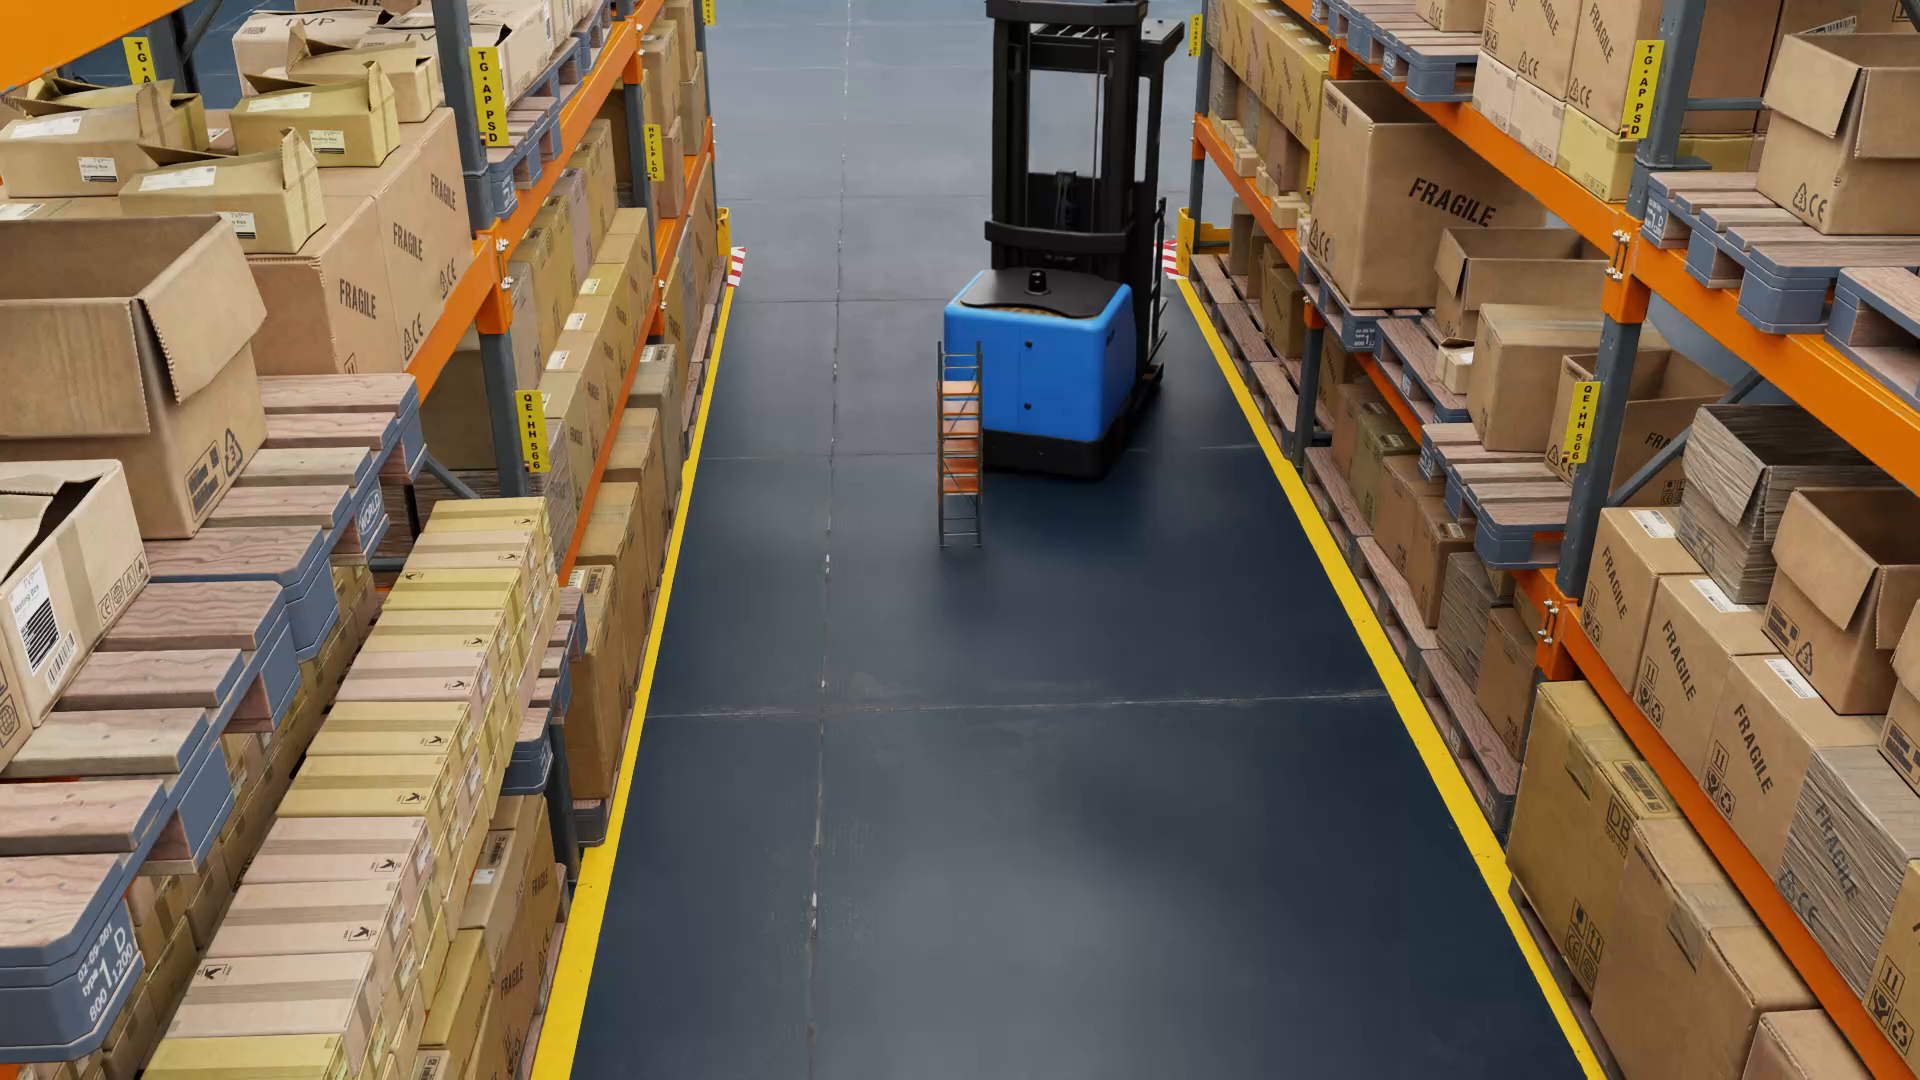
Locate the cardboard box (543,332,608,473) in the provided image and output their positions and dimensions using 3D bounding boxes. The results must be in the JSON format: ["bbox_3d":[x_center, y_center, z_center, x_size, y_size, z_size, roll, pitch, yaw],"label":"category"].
[{"bbox_3d":[-1.919,-0.626,7.599,0.500,0.500,0.500,-1,28,-3],"label":"cardboard box"}]

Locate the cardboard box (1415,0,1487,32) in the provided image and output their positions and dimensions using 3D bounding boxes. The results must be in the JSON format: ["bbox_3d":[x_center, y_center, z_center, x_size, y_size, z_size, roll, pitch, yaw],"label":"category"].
[{"bbox_3d":[2.616,-2.728,7.928,0.797,0.503,0.637,0,28,-1],"label":"cardboard box"}]

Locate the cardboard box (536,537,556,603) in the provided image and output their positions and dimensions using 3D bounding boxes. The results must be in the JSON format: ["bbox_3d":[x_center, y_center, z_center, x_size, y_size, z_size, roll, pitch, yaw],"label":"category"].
[{"bbox_3d":[-1.629,0.110,5.791,0.380,0.149,0.250,-1,28,-2],"label":"cardboard box"}]

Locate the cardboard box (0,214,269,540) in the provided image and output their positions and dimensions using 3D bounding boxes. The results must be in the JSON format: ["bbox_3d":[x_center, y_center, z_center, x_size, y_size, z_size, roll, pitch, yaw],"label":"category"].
[{"bbox_3d":[-1.850,-0.332,3.333,0.797,0.503,0.637,-2,28,-3],"label":"cardboard box"}]

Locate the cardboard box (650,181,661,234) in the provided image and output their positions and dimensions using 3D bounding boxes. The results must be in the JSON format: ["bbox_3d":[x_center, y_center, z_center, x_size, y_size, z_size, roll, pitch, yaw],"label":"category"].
[{"bbox_3d":[-2.401,-2.238,10.635,0.875,0.550,0.550,-1,28,-3],"label":"cardboard box"}]

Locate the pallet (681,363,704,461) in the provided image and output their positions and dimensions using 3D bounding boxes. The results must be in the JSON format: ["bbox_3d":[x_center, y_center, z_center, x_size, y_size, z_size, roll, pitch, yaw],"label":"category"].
[{"bbox_3d":[-2.280,-0.864,11.179,1.003,0.211,1.213,-1,28,-3],"label":"pallet"}]

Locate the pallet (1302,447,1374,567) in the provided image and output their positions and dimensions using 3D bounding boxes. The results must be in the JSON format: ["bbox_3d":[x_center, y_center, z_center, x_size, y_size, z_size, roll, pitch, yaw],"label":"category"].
[{"bbox_3d":[2.682,-0.225,9.953,1.003,0.211,1.213,-1,28,-3],"label":"pallet"}]

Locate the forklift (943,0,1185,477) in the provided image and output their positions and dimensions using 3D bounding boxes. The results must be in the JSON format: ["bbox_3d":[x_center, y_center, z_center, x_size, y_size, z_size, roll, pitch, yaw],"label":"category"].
[{"bbox_3d":[0.818,-2.354,11.094,1.130,2.935,3.031,8,29,16],"label":"forklift"}]

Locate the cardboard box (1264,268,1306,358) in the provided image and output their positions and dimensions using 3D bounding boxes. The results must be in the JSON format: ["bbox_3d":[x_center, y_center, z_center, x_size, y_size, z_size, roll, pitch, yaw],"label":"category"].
[{"bbox_3d":[2.511,-1.633,11.887,0.500,0.500,0.500,-4,28,-7],"label":"cardboard box"}]

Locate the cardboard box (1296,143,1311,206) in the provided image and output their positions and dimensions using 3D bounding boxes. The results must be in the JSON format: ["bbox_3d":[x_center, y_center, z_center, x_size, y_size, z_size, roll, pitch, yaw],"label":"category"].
[{"bbox_3d":[2.687,-2.438,10.751,0.875,0.500,0.500,-1,28,-3],"label":"cardboard box"}]

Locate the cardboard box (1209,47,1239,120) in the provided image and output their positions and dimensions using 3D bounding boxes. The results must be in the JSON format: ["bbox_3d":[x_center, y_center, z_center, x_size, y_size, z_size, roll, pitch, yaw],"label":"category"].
[{"bbox_3d":[2.432,-3.590,12.959,0.875,0.500,0.500,-1,28,-3],"label":"cardboard box"}]

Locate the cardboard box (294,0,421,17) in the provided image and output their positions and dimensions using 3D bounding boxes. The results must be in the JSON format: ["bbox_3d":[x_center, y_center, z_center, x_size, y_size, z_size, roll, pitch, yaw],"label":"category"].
[{"bbox_3d":[-2.480,-2.301,7.005,0.500,0.500,0.500,-1,28,-3],"label":"cardboard box"}]

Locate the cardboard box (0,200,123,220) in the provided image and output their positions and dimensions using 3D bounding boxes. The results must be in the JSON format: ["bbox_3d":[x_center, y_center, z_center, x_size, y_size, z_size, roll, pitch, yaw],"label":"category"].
[{"bbox_3d":[-2.281,-0.543,4.196,0.500,0.500,0.500,-1,28,-3],"label":"cardboard box"}]

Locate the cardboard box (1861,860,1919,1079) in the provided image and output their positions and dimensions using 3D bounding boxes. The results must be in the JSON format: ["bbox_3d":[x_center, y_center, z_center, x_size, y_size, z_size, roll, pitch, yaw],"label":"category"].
[{"bbox_3d":[2.707,1.150,4.193,0.500,0.500,0.500,-2,28,-3],"label":"cardboard box"}]

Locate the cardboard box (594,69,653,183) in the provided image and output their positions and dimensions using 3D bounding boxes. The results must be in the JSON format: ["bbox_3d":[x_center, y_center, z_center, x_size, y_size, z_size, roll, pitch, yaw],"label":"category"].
[{"bbox_3d":[-2.303,-2.464,9.901,0.875,0.550,0.550,-1,28,-3],"label":"cardboard box"}]

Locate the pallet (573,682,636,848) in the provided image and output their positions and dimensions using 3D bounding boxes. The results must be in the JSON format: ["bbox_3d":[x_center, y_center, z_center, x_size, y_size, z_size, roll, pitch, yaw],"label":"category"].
[{"bbox_3d":[-2.076,0.970,7.662,1.003,0.211,1.213,-1,28,-3],"label":"pallet"}]

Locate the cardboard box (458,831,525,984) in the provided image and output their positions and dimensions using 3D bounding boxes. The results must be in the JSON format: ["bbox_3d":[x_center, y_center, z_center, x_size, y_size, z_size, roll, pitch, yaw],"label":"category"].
[{"bbox_3d":[-1.775,1.232,5.583,0.500,0.250,0.500,-1,28,-2],"label":"cardboard box"}]

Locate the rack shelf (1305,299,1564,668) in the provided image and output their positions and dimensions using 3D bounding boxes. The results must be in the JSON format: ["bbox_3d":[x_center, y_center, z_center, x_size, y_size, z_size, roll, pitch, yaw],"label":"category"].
[{"bbox_3d":[2.744,-0.578,8.393,1.077,0.370,4.000,-1,28,-3],"label":"rack shelf"}]

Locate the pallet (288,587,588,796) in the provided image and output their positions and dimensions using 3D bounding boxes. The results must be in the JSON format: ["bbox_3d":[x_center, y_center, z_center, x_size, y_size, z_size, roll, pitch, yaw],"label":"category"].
[{"bbox_3d":[-1.966,0.511,5.734,1.213,0.211,1.003,-1,28,-3],"label":"pallet"}]

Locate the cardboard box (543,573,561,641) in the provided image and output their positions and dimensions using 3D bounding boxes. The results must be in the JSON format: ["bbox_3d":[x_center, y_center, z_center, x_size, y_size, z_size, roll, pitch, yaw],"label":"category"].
[{"bbox_3d":[-1.625,0.241,5.861,0.380,0.149,0.250,-1,28,-2],"label":"cardboard box"}]

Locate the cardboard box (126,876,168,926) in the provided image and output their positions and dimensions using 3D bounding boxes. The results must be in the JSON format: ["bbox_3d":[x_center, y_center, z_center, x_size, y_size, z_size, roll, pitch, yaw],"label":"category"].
[{"bbox_3d":[-2.184,0.826,4.098,0.380,0.149,0.250,-3,28,-5],"label":"cardboard box"}]

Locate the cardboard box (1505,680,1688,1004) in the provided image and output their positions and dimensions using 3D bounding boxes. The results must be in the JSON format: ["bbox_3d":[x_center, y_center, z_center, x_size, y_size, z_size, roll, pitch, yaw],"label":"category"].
[{"bbox_3d":[2.864,1.102,6.238,1.225,0.875,0.875,-3,28,-5],"label":"cardboard box"}]

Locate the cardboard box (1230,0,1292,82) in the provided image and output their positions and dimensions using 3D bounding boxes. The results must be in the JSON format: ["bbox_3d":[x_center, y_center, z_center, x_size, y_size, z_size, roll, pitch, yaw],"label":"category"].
[{"bbox_3d":[2.234,-3.565,11.831,0.500,0.500,0.500,-1,28,-3],"label":"cardboard box"}]

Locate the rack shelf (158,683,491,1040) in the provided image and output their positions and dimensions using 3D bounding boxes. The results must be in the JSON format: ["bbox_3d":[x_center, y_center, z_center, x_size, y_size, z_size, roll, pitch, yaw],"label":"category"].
[{"bbox_3d":[-2.005,1.342,4.711,1.077,0.370,4.000,-1,28,-3],"label":"rack shelf"}]

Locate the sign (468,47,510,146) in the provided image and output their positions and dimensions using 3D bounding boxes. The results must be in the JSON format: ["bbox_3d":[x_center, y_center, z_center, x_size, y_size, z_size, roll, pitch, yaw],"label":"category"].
[{"bbox_3d":[-1.568,-1.472,5.526,0.100,0.325,0.005,-1,28,-3],"label":"sign"}]

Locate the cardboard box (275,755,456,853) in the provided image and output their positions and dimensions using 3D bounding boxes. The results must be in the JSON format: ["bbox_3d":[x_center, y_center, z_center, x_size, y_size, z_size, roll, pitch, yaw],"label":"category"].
[{"bbox_3d":[-1.548,0.694,4.351,0.380,0.149,0.250,-1,28,-1],"label":"cardboard box"}]

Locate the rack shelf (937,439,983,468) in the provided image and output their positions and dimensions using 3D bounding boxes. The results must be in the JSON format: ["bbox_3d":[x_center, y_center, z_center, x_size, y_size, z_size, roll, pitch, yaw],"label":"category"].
[{"bbox_3d":[-0.001,-0.499,9.506,0.258,0.103,0.180,-1,28,-3],"label":"rack shelf"}]

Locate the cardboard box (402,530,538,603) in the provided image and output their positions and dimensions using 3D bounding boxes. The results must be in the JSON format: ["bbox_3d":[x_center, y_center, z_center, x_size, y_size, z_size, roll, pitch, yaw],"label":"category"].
[{"bbox_3d":[-1.615,0.092,5.504,0.380,0.149,0.250,-2,28,-3],"label":"cardboard box"}]

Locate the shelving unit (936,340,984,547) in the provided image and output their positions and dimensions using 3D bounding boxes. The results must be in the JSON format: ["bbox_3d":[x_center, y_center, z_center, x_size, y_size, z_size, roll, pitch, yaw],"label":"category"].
[{"bbox_3d":[-0.001,-0.539,9.485,0.258,1.200,0.189,-1,28,-3],"label":"shelving unit"}]

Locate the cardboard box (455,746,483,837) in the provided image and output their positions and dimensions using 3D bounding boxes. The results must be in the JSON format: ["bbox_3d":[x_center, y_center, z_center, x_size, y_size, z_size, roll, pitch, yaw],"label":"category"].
[{"bbox_3d":[-1.560,0.706,4.649,0.380,0.149,0.250,-1,28,-1],"label":"cardboard box"}]

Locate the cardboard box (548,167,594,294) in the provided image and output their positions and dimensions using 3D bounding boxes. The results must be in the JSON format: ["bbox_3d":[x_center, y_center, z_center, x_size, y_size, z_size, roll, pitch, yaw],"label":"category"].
[{"bbox_3d":[-2.232,-1.535,8.261,0.700,0.500,0.500,-1,28,-2],"label":"cardboard box"}]

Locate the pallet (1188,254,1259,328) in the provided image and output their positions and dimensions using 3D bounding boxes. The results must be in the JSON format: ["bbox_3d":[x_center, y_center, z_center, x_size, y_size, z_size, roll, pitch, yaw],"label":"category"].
[{"bbox_3d":[2.442,-2.021,13.396,1.003,0.211,1.213,-1,28,-3],"label":"pallet"}]

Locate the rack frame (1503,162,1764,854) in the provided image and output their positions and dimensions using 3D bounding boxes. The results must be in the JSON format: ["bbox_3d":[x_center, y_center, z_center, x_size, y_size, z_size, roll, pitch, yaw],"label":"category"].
[{"bbox_3d":[2.849,0.026,6.456,1.000,3.000,0.127,-1,28,-3],"label":"rack frame"}]

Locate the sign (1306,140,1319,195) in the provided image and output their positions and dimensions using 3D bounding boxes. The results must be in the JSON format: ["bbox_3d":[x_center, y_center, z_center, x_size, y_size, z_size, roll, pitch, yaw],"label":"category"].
[{"bbox_3d":[2.099,-2.188,9.765,0.100,0.325,0.005,-1,28,-3],"label":"sign"}]

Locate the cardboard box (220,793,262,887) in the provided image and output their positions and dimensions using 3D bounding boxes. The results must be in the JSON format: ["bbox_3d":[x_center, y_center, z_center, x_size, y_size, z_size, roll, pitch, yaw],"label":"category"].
[{"bbox_3d":[-2.217,0.849,4.697,0.380,0.149,0.250,-1,28,-2],"label":"cardboard box"}]

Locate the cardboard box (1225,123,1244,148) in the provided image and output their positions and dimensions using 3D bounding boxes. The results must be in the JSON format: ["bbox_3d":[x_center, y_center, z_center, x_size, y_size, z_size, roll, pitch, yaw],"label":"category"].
[{"bbox_3d":[2.234,-3.073,12.669,0.380,0.149,0.250,-1,28,-3],"label":"cardboard box"}]

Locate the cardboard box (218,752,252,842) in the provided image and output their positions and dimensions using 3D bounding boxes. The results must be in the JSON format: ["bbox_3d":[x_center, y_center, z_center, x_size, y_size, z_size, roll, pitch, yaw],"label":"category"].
[{"bbox_3d":[-2.216,0.716,4.630,0.380,0.149,0.250,-2,28,-3],"label":"cardboard box"}]

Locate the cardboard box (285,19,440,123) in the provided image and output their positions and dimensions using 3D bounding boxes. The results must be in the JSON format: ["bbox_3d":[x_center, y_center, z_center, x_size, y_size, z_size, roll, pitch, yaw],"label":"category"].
[{"bbox_3d":[-1.829,-1.434,5.075,0.396,0.266,0.258,-1,28,-3],"label":"cardboard box"}]

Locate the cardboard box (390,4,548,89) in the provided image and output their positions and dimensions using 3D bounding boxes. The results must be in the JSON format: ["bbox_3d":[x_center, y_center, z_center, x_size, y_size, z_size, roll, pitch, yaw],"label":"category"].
[{"bbox_3d":[-1.954,-1.965,6.631,0.500,0.250,0.500,-1,28,-1],"label":"cardboard box"}]

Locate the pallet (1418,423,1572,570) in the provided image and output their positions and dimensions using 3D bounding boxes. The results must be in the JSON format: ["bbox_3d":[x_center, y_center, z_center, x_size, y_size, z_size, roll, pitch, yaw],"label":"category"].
[{"bbox_3d":[2.705,-0.215,7.126,1.213,0.211,1.003,-1,28,-3],"label":"pallet"}]

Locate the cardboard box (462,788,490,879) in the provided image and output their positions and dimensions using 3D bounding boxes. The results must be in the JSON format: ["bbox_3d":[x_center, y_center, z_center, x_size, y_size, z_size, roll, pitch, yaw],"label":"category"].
[{"bbox_3d":[-1.563,0.834,4.725,0.380,0.149,0.250,-1,28,-1],"label":"cardboard box"}]

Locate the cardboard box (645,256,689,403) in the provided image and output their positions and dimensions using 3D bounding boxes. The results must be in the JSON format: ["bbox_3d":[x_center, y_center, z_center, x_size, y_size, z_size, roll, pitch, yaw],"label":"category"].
[{"bbox_3d":[-2.281,-1.284,10.812,0.875,0.875,0.875,-1,28,-2],"label":"cardboard box"}]

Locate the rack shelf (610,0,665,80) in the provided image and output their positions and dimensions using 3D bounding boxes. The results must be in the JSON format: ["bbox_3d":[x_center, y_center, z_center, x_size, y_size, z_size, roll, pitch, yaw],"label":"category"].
[{"bbox_3d":[-2.423,-3.682,11.101,1.077,0.370,4.000,-1,28,-3],"label":"rack shelf"}]

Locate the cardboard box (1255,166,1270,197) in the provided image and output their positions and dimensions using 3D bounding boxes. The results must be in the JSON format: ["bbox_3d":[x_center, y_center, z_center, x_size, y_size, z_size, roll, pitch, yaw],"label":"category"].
[{"bbox_3d":[2.272,-2.495,11.561,0.380,0.149,0.250,-1,28,-3],"label":"cardboard box"}]

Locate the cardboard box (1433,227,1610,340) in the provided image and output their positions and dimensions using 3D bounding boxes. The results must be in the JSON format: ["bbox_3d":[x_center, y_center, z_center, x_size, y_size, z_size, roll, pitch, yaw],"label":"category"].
[{"bbox_3d":[2.823,-1.254,8.346,0.797,0.503,0.637,1,28,3],"label":"cardboard box"}]

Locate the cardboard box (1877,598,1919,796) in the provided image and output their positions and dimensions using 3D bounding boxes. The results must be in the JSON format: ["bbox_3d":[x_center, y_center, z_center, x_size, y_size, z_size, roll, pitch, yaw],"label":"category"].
[{"bbox_3d":[2.944,0.486,4.382,0.797,0.503,0.637,-1,28,-1],"label":"cardboard box"}]

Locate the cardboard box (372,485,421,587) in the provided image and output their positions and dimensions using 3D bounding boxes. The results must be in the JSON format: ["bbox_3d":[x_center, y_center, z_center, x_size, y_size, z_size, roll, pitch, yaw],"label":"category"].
[{"bbox_3d":[-2.401,-0.146,6.679,0.500,0.500,0.500,-1,28,-3],"label":"cardboard box"}]

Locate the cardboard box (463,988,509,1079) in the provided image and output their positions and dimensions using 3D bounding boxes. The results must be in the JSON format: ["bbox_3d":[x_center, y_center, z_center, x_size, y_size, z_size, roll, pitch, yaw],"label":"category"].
[{"bbox_3d":[-1.747,1.803,5.298,0.500,0.500,0.500,-3,28,-5],"label":"cardboard box"}]

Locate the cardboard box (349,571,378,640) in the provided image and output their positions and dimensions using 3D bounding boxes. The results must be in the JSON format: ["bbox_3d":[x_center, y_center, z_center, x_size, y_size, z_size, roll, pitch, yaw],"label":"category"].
[{"bbox_3d":[-2.288,0.236,5.871,0.380,0.149,0.250,-2,28,-3],"label":"cardboard box"}]

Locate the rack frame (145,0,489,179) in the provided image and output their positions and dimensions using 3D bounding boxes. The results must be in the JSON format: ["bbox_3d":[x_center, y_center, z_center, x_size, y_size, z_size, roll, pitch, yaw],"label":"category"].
[{"bbox_3d":[-2.110,-2.560,4.928,1.000,3.000,0.127,-1,28,-3],"label":"rack frame"}]

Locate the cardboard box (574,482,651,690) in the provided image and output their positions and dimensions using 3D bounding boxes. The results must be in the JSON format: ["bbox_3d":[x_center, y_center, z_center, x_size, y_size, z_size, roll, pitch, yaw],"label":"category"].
[{"bbox_3d":[-2.101,0.224,8.056,1.050,0.750,0.750,-1,28,-2],"label":"cardboard box"}]

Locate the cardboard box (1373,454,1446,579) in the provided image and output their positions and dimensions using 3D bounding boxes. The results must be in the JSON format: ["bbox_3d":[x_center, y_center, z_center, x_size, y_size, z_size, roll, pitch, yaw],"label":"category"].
[{"bbox_3d":[2.686,-0.144,9.010,0.700,0.500,0.500,-4,28,-7],"label":"cardboard box"}]

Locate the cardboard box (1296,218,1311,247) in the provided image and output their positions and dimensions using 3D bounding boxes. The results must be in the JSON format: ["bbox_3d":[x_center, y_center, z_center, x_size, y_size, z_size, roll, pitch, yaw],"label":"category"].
[{"bbox_3d":[2.332,-1.917,10.454,0.380,0.149,0.250,-1,28,-3],"label":"cardboard box"}]

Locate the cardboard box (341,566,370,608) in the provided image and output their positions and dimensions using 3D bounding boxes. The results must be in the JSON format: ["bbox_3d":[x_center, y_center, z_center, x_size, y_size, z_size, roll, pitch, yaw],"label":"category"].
[{"bbox_3d":[-2.285,0.121,5.771,0.380,0.149,0.250,0,28,0],"label":"cardboard box"}]

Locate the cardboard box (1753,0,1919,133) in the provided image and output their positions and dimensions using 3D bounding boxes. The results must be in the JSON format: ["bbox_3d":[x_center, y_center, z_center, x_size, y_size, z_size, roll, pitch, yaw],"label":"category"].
[{"bbox_3d":[3.081,-1.793,6.051,0.500,0.500,0.500,-1,28,-2],"label":"cardboard box"}]
